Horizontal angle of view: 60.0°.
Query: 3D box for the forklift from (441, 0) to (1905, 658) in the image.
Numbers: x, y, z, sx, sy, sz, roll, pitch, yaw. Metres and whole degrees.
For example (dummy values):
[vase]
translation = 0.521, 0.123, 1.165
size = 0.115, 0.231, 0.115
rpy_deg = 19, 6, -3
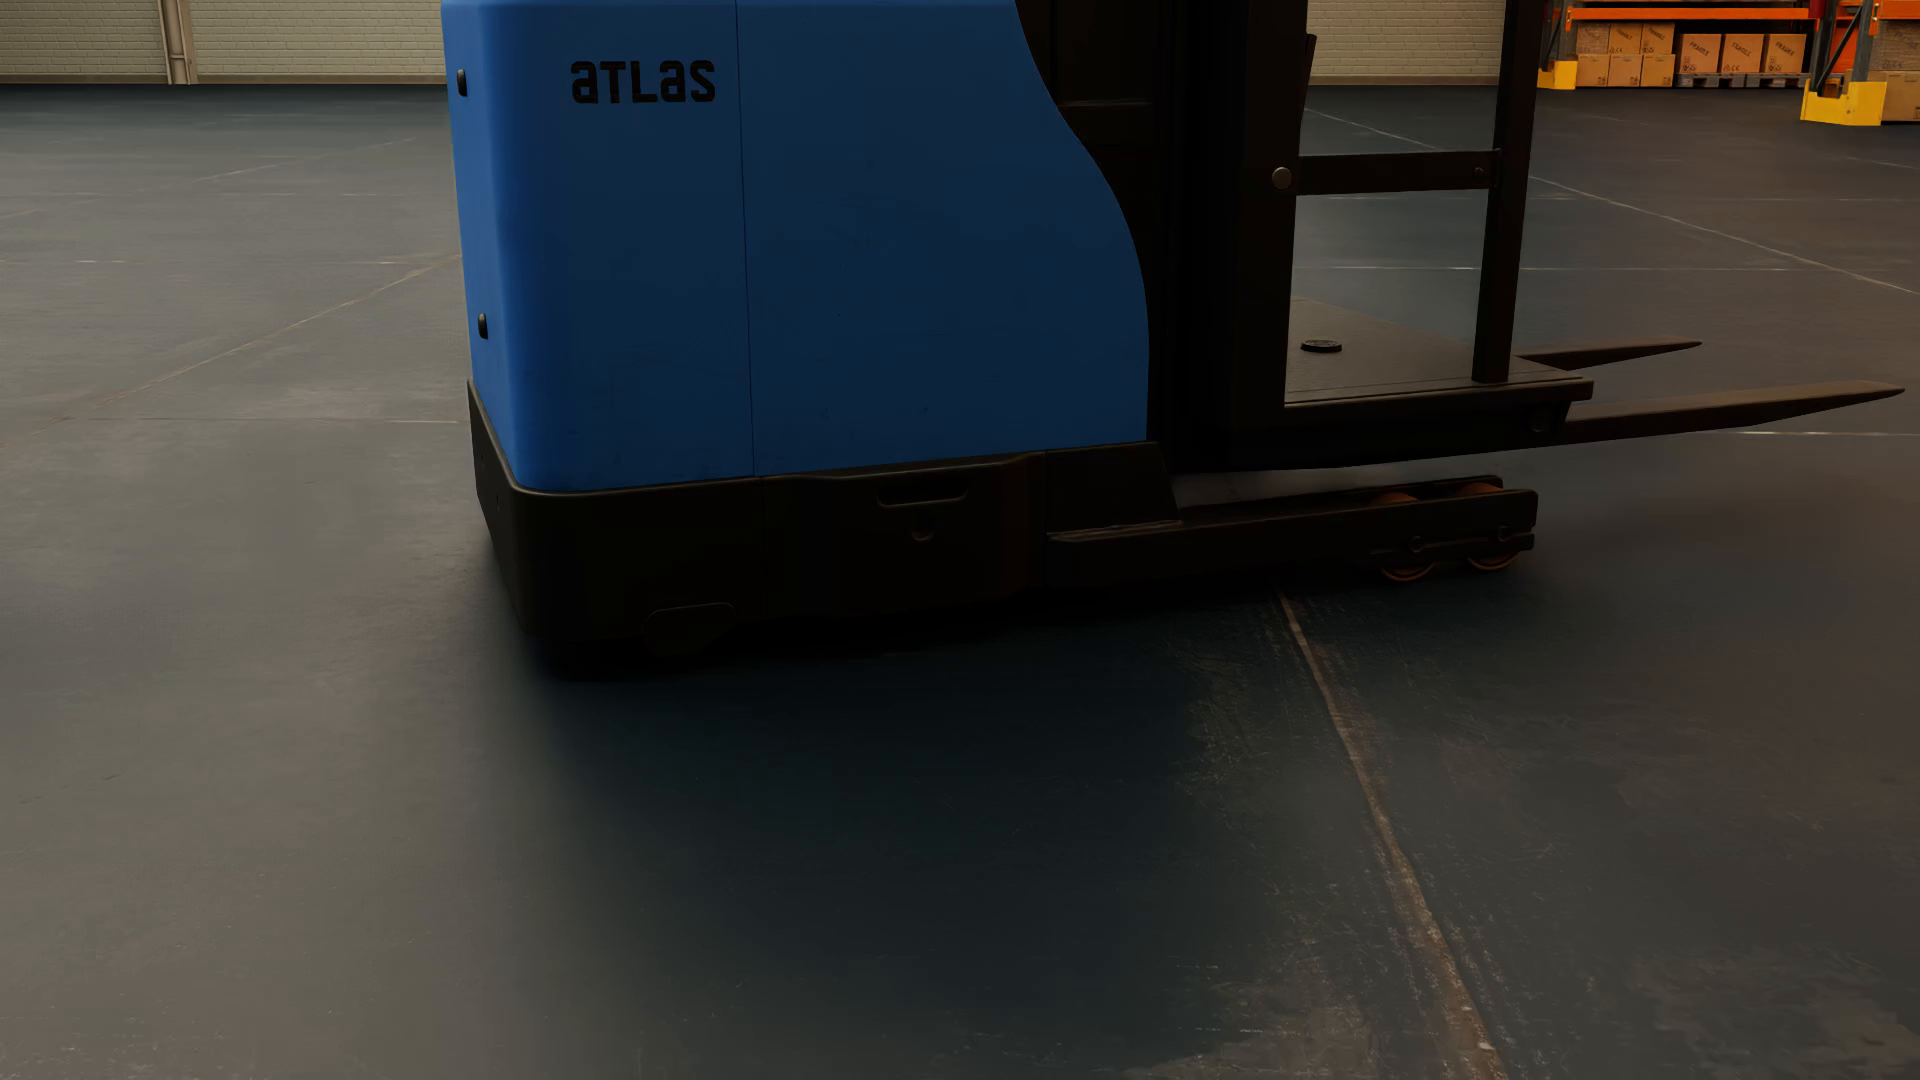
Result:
[forklift]
translation = 0.571, -1.462, 3.137
size = 3.031, 2.935, 1.130
rpy_deg = -6, 18, -19
